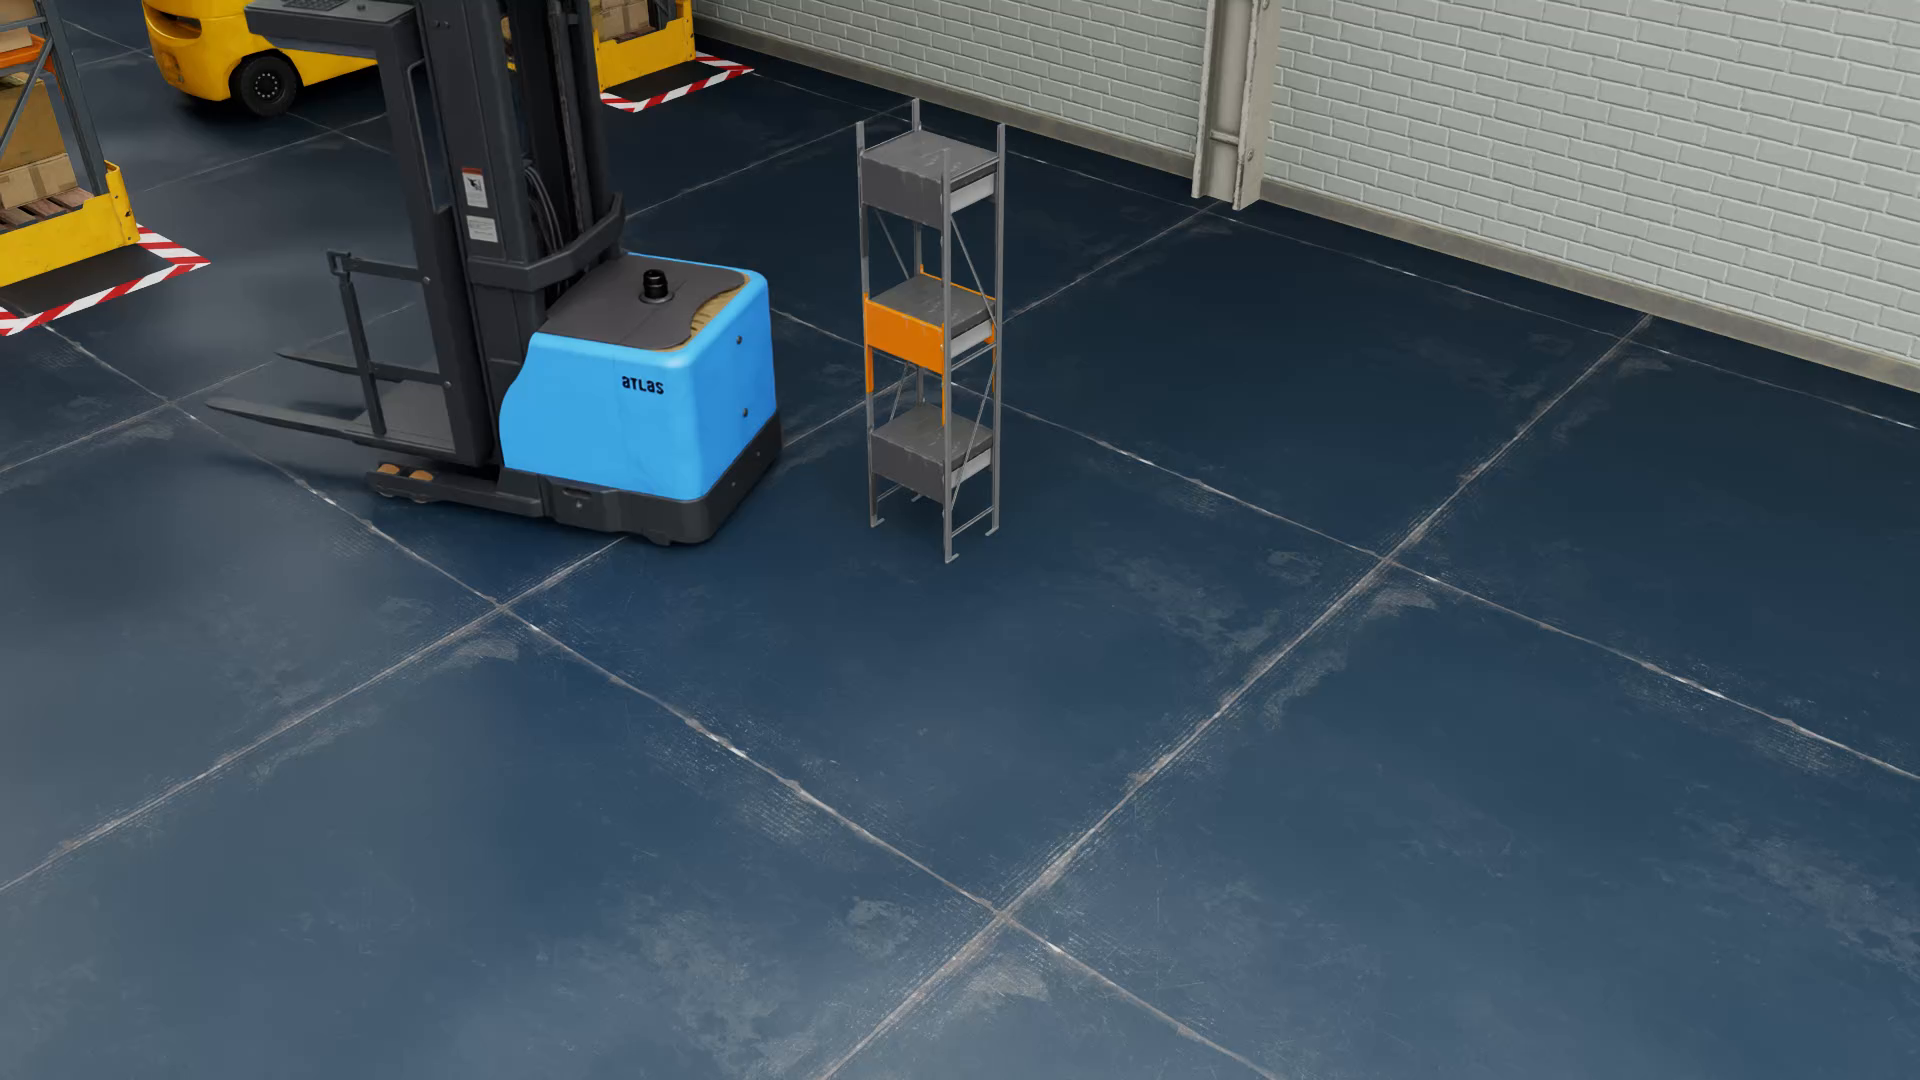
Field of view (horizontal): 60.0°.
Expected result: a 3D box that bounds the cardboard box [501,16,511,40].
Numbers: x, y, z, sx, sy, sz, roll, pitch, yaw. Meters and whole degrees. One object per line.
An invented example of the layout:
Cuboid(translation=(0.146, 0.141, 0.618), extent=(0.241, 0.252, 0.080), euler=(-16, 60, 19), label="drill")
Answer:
Cuboid(translation=(-3.704, -4.456, 14.146), extent=(0.500, 0.250, 0.500), euler=(25, 42, 32), label="cardboard box")

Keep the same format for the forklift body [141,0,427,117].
Cuboid(translation=(-5.389, -4.742, 13.256), extent=(1.214, 2.155, 2.313), euler=(25, 42, 32), label="forklift body")

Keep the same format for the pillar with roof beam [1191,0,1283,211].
Cuboid(translation=(-0.867, -4.270, 6.519), extent=(0.400, 9.000, 9.100), euler=(25, 42, 32), label="pillar with roof beam")

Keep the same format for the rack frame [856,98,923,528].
Cuboid(translation=(-0.315, -1.014, 7.872), extent=(0.015, 2.100, 0.400), euler=(25, 42, 32), label="rack frame")

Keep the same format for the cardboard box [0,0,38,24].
Cuboid(translation=(-6.124, -3.494, 10.337), extent=(0.500, 0.500, 0.500), euler=(25, 41, 31), label="cardboard box")

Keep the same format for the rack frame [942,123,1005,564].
Cuboid(translation=(0.060, -0.837, 7.614), extent=(0.015, 2.100, 0.400), euler=(25, 42, 32), label="rack frame")

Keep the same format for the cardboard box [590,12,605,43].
Cuboid(translation=(-3.328, -4.272, 13.878), extent=(0.500, 0.250, 0.500), euler=(26, 42, 32), label="cardboard box")

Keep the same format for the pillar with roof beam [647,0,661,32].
Cuboid(translation=(-5.478, -6.443, 9.684), extent=(0.400, 9.000, 9.100), euler=(25, 42, 32), label="pillar with roof beam")

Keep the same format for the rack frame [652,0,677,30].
Cuboid(translation=(-2.765, -5.199, 13.171), extent=(0.127, 3.000, 1.000), euler=(25, 42, 32), label="rack frame")

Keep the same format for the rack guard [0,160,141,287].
Cuboid(translation=(-5.996, -2.035, 10.772), extent=(0.348, 0.500, 1.175), euler=(25, 42, 32), label="rack guard")

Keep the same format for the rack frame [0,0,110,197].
Cuboid(translation=(-5.938, -3.038, 10.024), extent=(0.127, 3.000, 1.000), euler=(25, 42, 32), label="rack frame")

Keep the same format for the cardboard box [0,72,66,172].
Cuboid(translation=(-6.400, -2.808, 11.084), extent=(0.500, 0.500, 0.500), euler=(24, 41, 30), label="cardboard box")

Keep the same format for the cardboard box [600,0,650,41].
Cuboid(translation=(-3.017, -4.502, 14.213), extent=(0.500, 0.250, 0.500), euler=(25, 42, 32), label="cardboard box")

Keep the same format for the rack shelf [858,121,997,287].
Cuboid(translation=(-0.127, -1.491, 7.354), extent=(0.480, 0.518, 0.431), euler=(25, 42, 32), label="rack shelf")

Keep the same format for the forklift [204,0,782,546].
Cuboid(translation=(-2.520, -1.667, 8.088), extent=(3.031, 2.935, 1.130), euler=(11, 36, 15), label="forklift")

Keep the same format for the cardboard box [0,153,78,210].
Cuboid(translation=(-6.381, -2.490, 11.285), extent=(0.500, 0.250, 0.500), euler=(25, 42, 31), label="cardboard box")

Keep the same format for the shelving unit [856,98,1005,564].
Cuboid(translation=(-0.127, -0.926, 7.743), extent=(0.503, 2.100, 0.431), euler=(25, 42, 32), label="shelving unit")

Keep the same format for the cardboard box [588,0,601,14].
Cuboid(translation=(-3.339, -4.485, 13.748), extent=(0.500, 0.250, 0.500), euler=(25, 41, 31), label="cardboard box")

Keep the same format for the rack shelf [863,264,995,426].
Cuboid(translation=(-0.127, -0.914, 7.751), extent=(0.480, 0.518, 0.431), euler=(25, 42, 32), label="rack shelf")

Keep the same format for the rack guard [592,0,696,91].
Cuboid(translation=(-2.746, -4.160, 13.866), extent=(0.348, 0.500, 1.175), euler=(25, 42, 32), label="rack guard")

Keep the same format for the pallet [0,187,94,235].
Cuboid(translation=(-6.598, -2.226, 11.305), extent=(1.213, 0.211, 1.003), euler=(25, 42, 32), label="pallet")

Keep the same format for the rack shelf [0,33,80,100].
Cuboid(translation=(-7.475, -3.466, 11.283), extent=(4.000, 0.370, 1.077), euler=(25, 42, 32), label="rack shelf")

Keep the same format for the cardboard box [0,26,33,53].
Cuboid(translation=(-6.067, -3.148, 10.406), extent=(0.250, 0.149, 0.380), euler=(25, 42, 32), label="cardboard box")

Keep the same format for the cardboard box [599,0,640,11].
Cuboid(translation=(-2.993, -4.706, 14.068), extent=(0.500, 0.250, 0.500), euler=(26, 42, 33), label="cardboard box")

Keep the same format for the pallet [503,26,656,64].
Cuboid(translation=(-3.379, -4.308, 14.337), extent=(1.213, 0.211, 1.003), euler=(25, 42, 32), label="pallet")

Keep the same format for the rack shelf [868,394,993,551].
Cuboid(translation=(-0.127, -0.337, 8.147), extent=(0.480, 0.518, 0.431), euler=(25, 42, 32), label="rack shelf")
